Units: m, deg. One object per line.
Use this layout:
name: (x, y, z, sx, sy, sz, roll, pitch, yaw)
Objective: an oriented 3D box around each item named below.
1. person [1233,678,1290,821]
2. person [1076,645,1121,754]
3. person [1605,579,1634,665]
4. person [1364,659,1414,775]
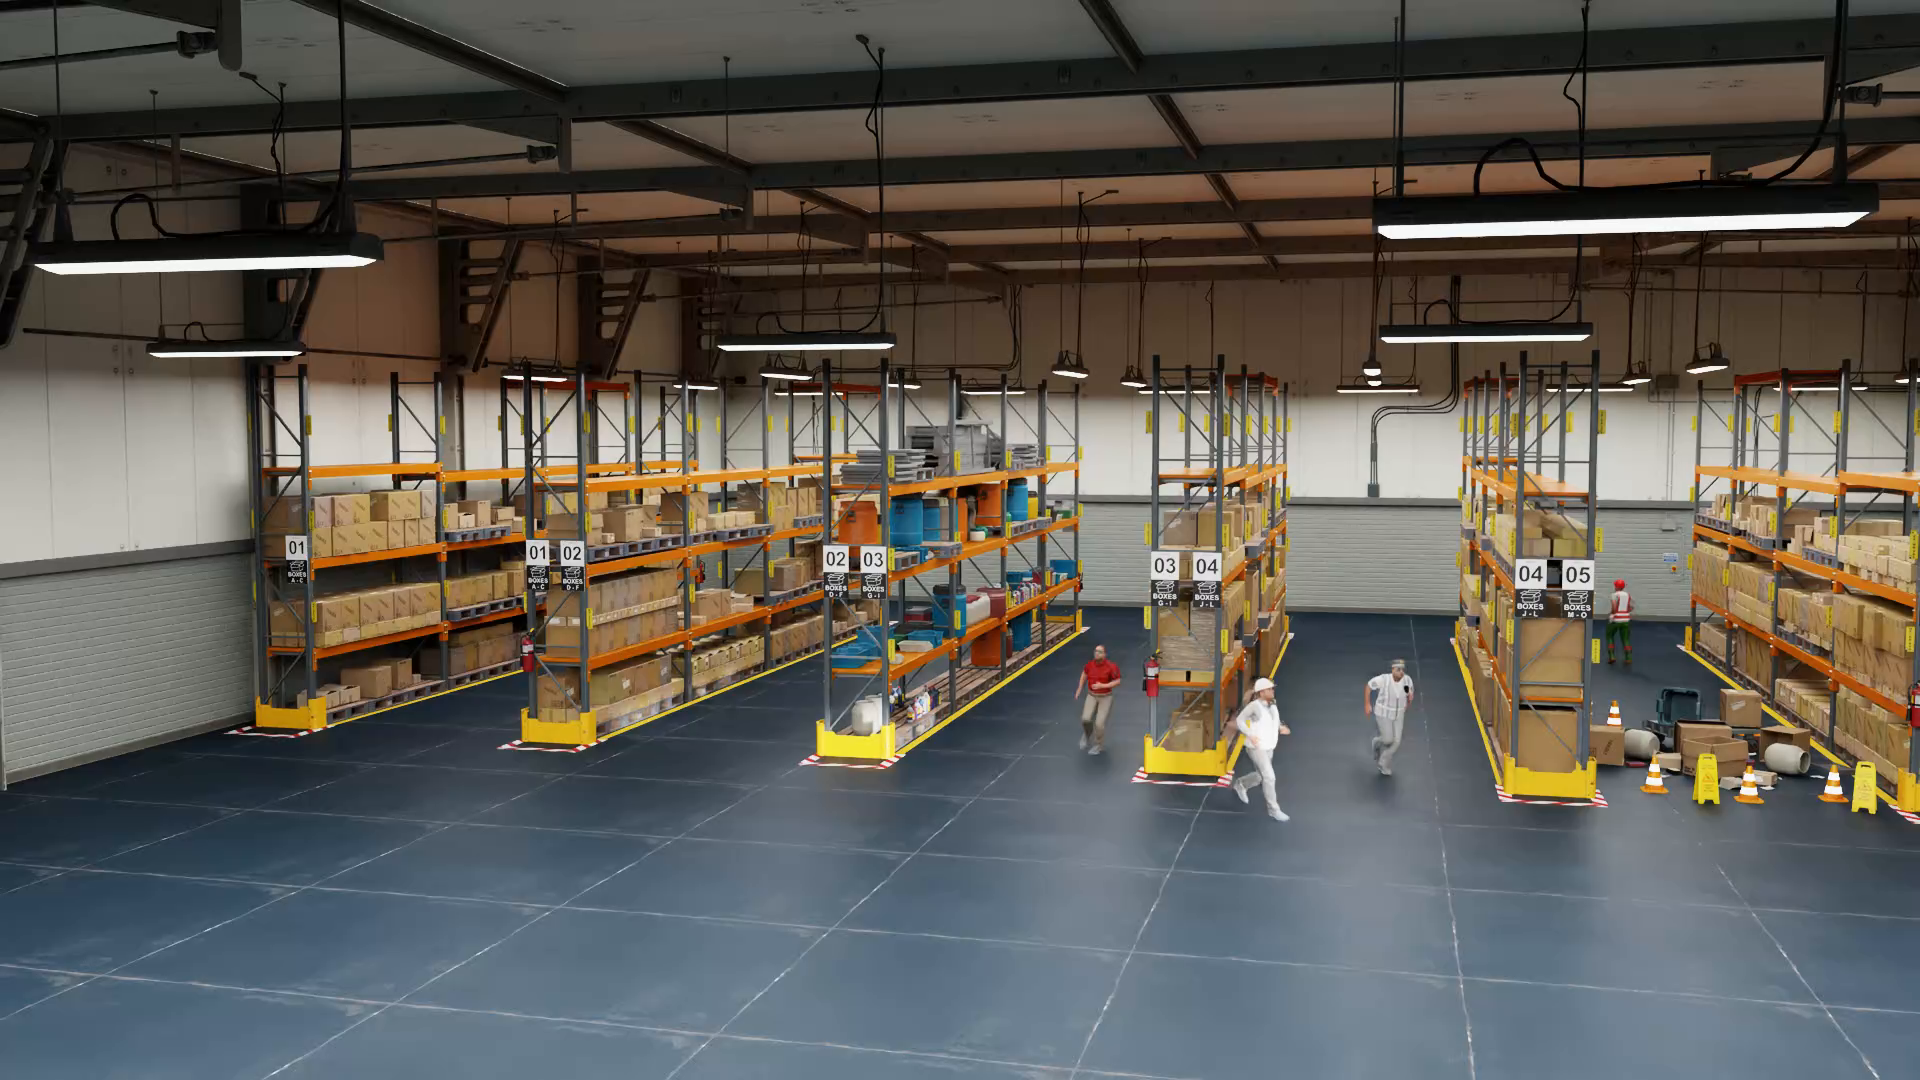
person: (3.828, 2.650, 21.310, 0.671, 1.776, 0.955, -4, 6, -44)
person: (2.094, 2.432, 25.297, 0.759, 1.688, 0.604, 1, 4, 18)
person: (13.712, 1.732, 34.534, 0.588, 1.831, 0.835, 0, 4, -3)
person: (6.186, 2.526, 23.857, 0.652, 1.698, 0.747, -1, 4, -15)
